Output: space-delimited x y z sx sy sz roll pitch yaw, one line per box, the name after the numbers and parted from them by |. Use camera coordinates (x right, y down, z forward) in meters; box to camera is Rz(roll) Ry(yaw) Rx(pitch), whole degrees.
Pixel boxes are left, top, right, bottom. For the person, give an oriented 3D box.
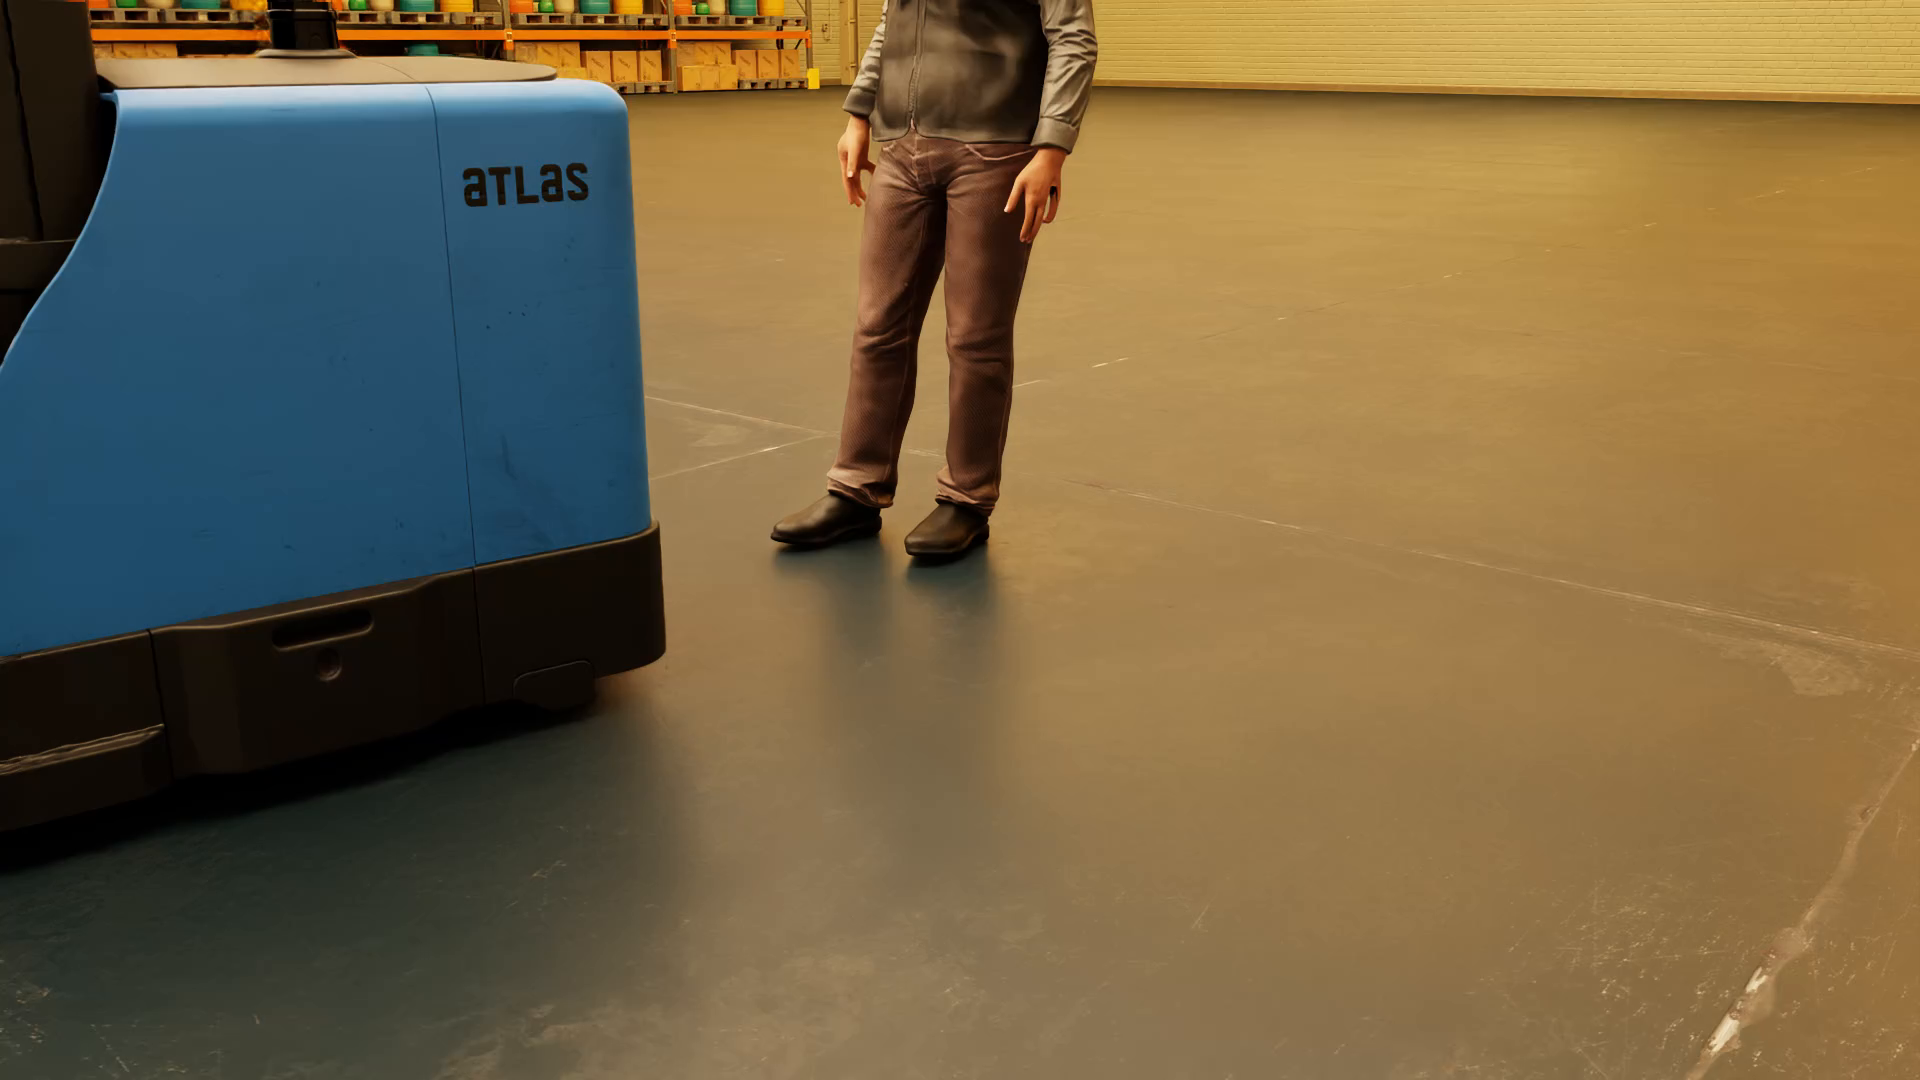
-0.046 -0.818 3.649 0.632 1.720 0.568 13 21 37 | person

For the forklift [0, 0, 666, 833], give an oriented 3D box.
-2.014 -0.977 2.115 3.031 2.935 1.130 -13 21 -36 | forklift
